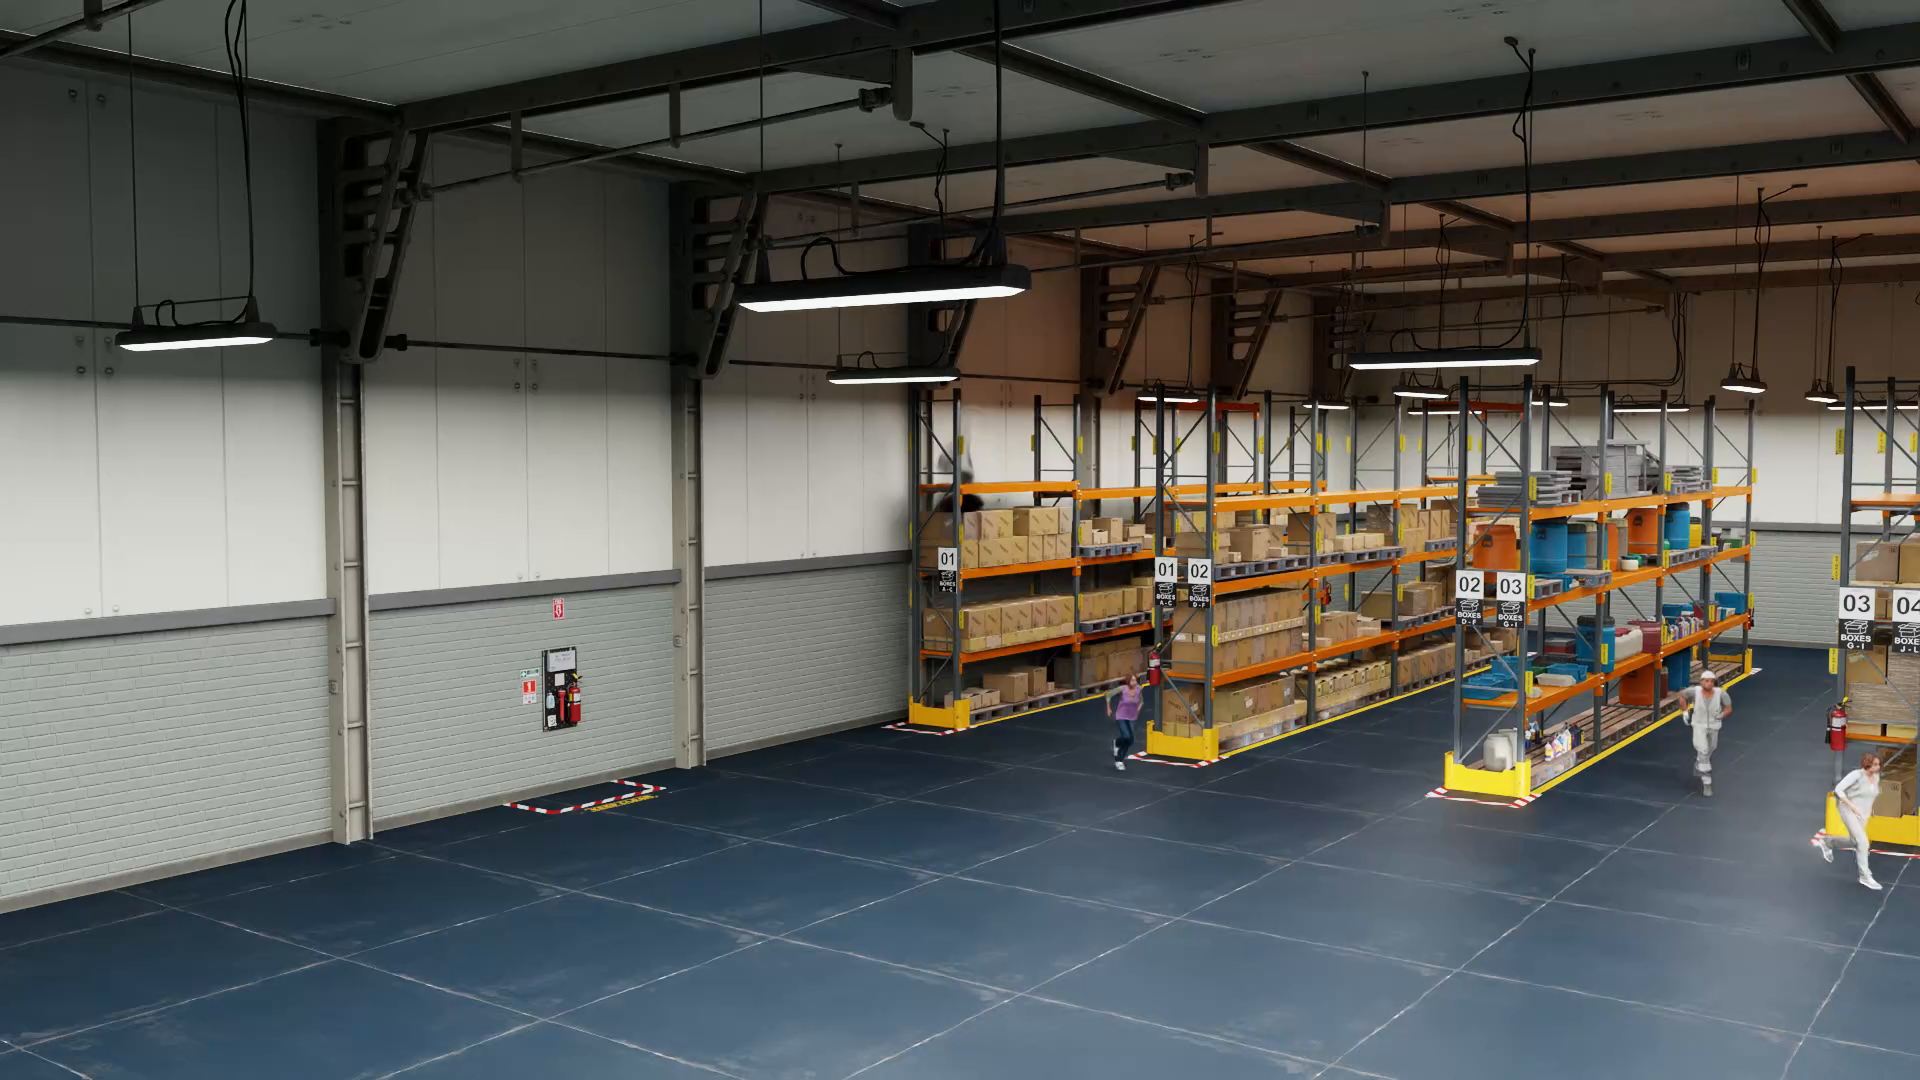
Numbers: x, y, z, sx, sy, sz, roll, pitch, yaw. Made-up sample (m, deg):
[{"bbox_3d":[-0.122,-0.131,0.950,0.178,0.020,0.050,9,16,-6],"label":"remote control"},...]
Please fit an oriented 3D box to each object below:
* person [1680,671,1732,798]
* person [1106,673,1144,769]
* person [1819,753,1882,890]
[{"bbox_3d":[10.795,2.753,24.092,0.658,1.788,1.097,1,3,11],"label":"person"},{"bbox_3d":[2.574,2.791,25.621,0.525,1.527,0.650,-1,4,-24],"label":"person"},{"bbox_3d":[10.178,3.155,19.063,0.536,1.545,0.835,-1,3,-15],"label":"person"}]
